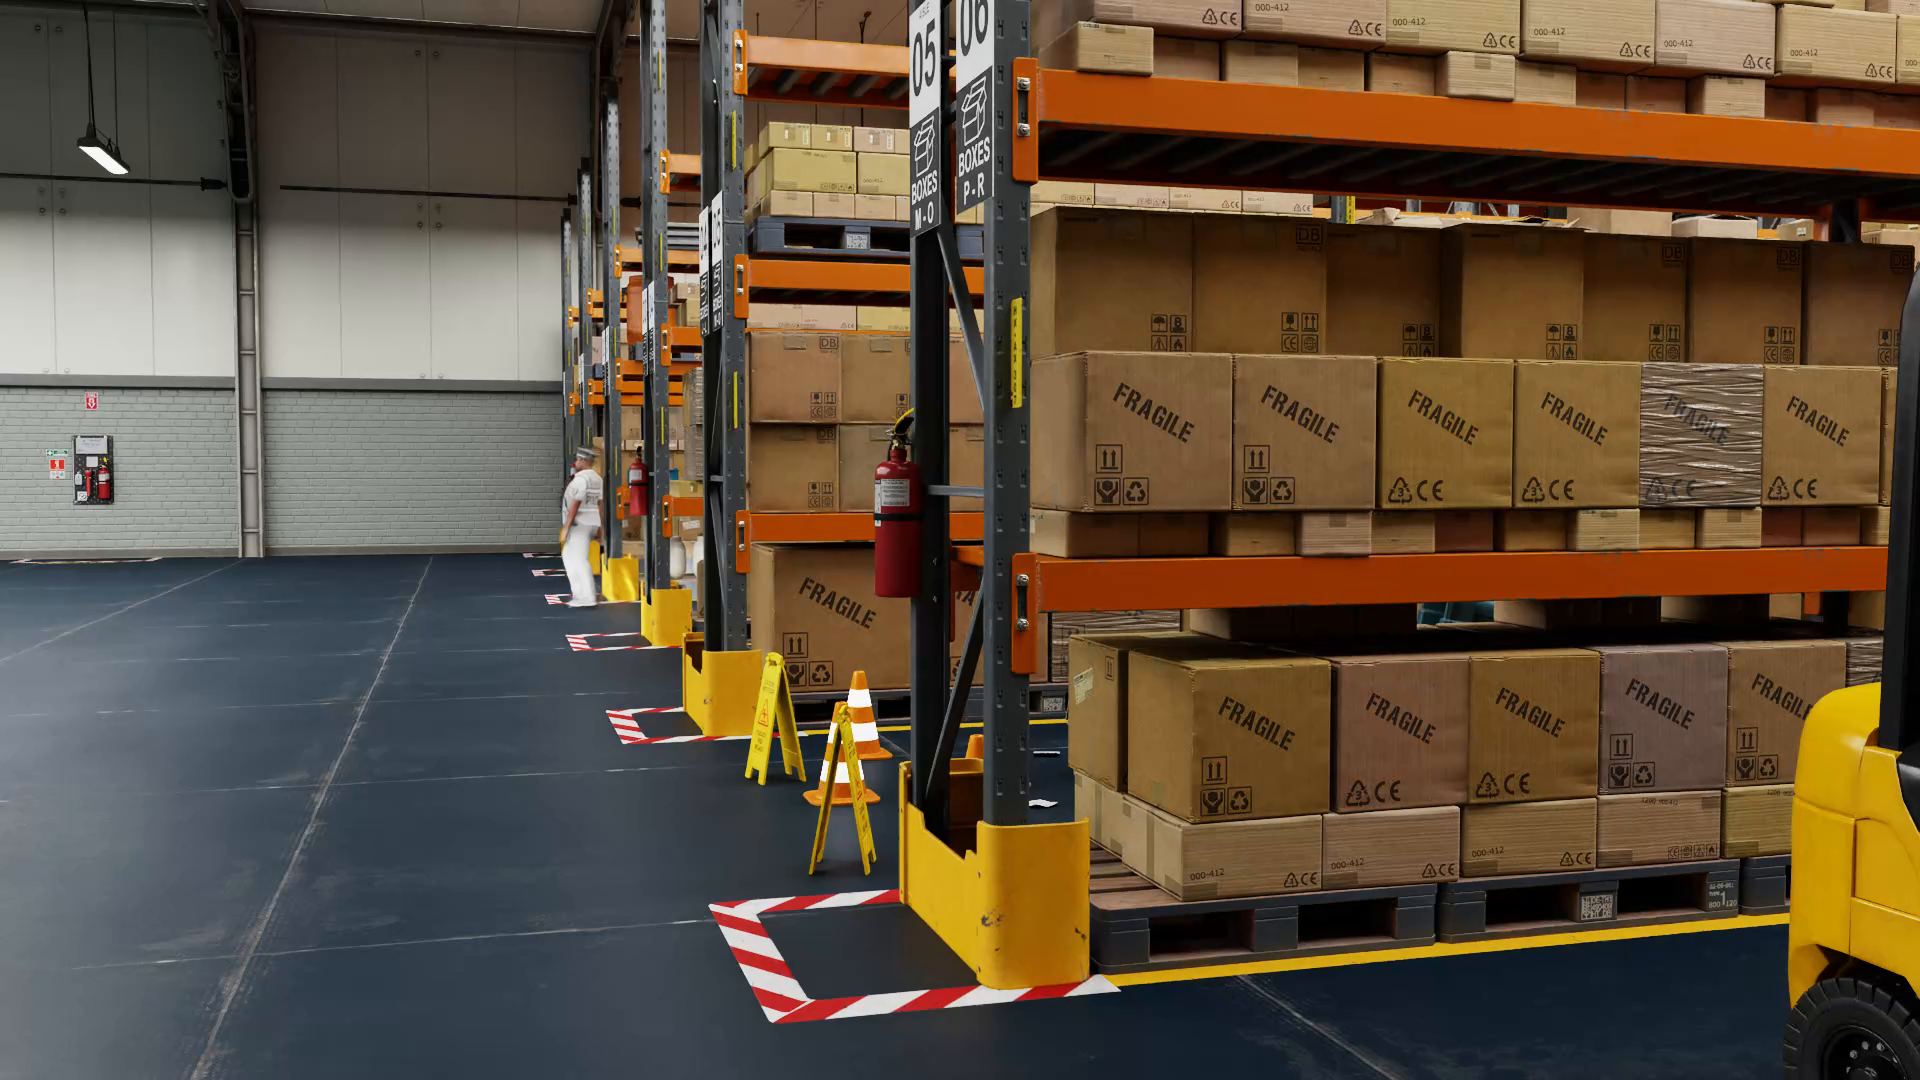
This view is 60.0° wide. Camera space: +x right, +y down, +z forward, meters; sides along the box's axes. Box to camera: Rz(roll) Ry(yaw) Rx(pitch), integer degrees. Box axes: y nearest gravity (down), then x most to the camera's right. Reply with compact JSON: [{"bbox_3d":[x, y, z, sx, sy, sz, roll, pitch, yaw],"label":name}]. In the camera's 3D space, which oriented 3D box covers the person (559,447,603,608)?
[{"bbox_3d":[-4.232,-0.108,18.397,0.489,1.839,0.576,0,3,9],"label":"person"}]
